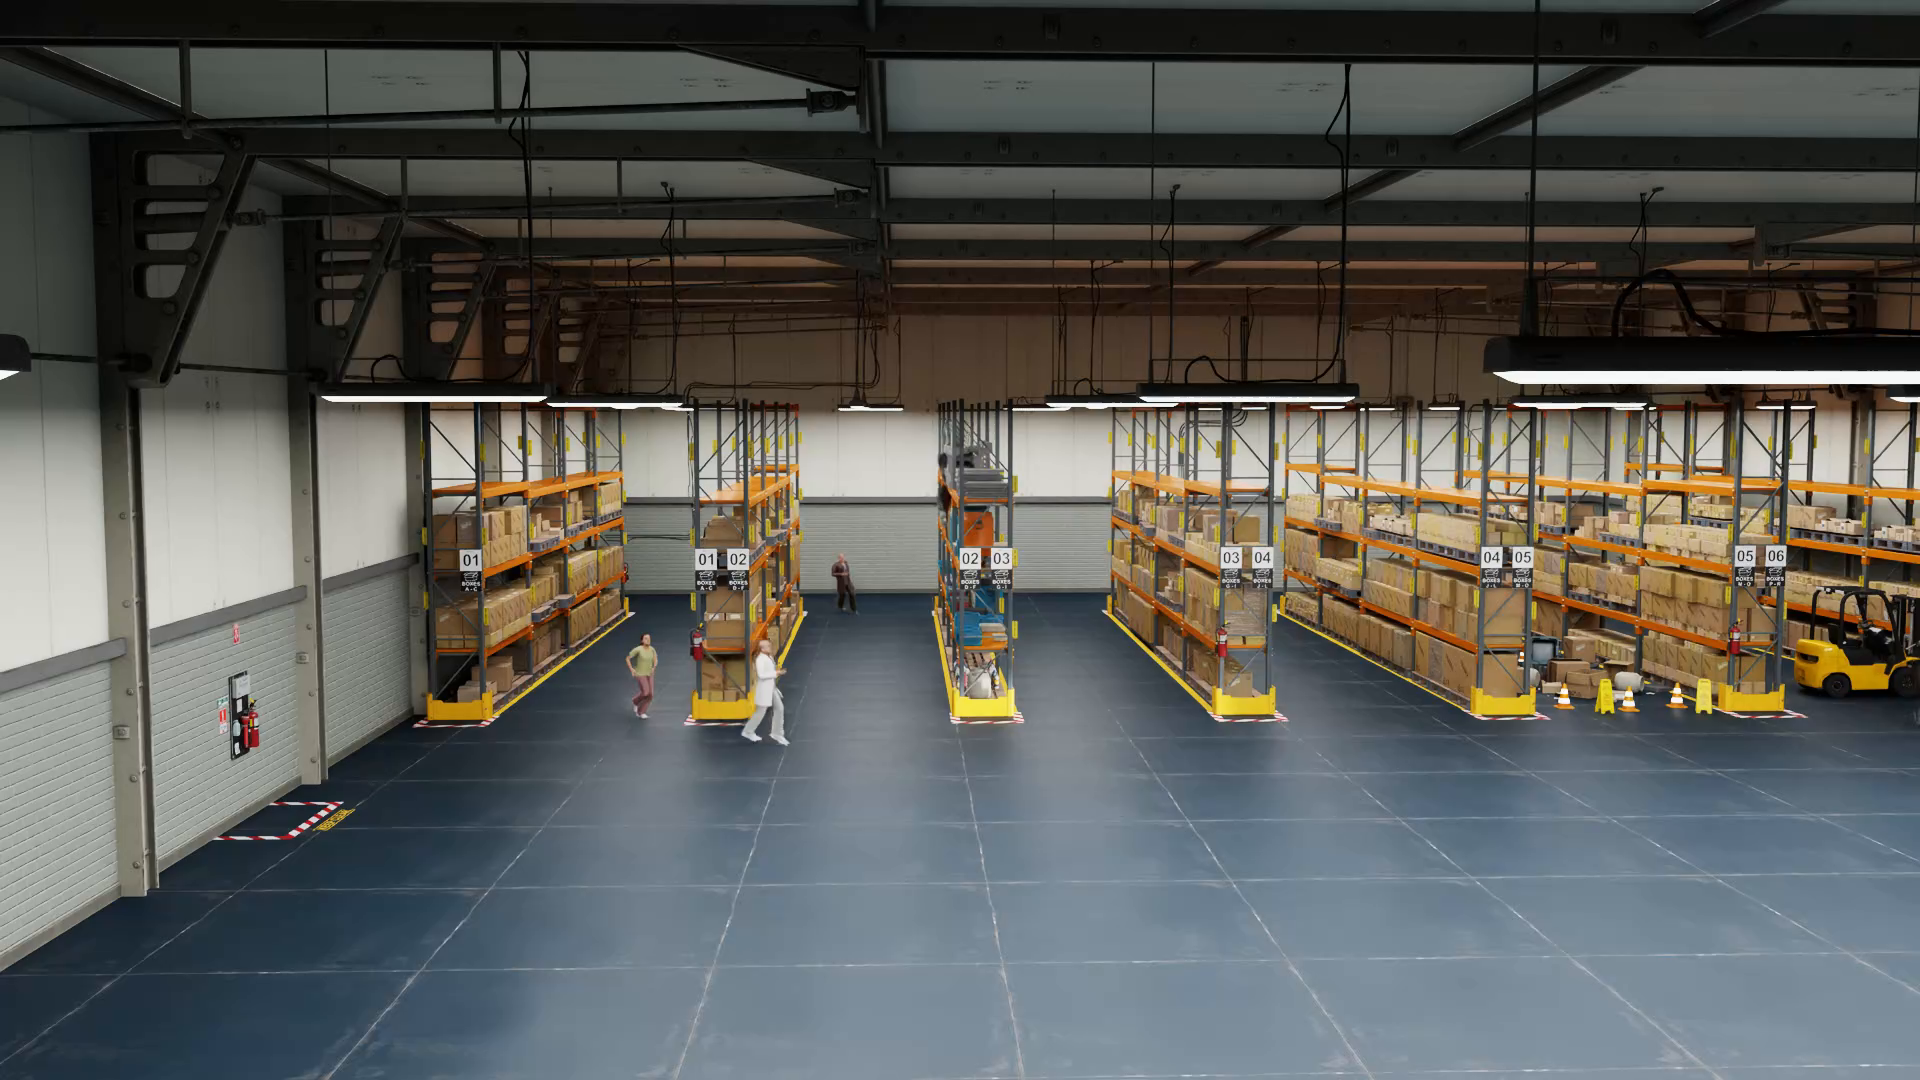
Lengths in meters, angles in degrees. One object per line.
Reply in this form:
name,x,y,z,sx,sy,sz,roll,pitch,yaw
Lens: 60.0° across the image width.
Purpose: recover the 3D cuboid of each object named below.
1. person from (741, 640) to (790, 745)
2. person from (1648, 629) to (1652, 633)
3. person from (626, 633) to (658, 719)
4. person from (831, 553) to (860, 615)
person,-3.381,2.690,28.764,0.850,1.753,0.693,1,5,15
person,16.736,1.838,39.780,0.658,1.772,1.083,-1,4,-8
person,-5.921,2.545,31.228,0.575,1.608,0.530,-4,6,-44
person,-3.376,1.261,47.454,0.763,1.793,0.899,-3,5,-34
